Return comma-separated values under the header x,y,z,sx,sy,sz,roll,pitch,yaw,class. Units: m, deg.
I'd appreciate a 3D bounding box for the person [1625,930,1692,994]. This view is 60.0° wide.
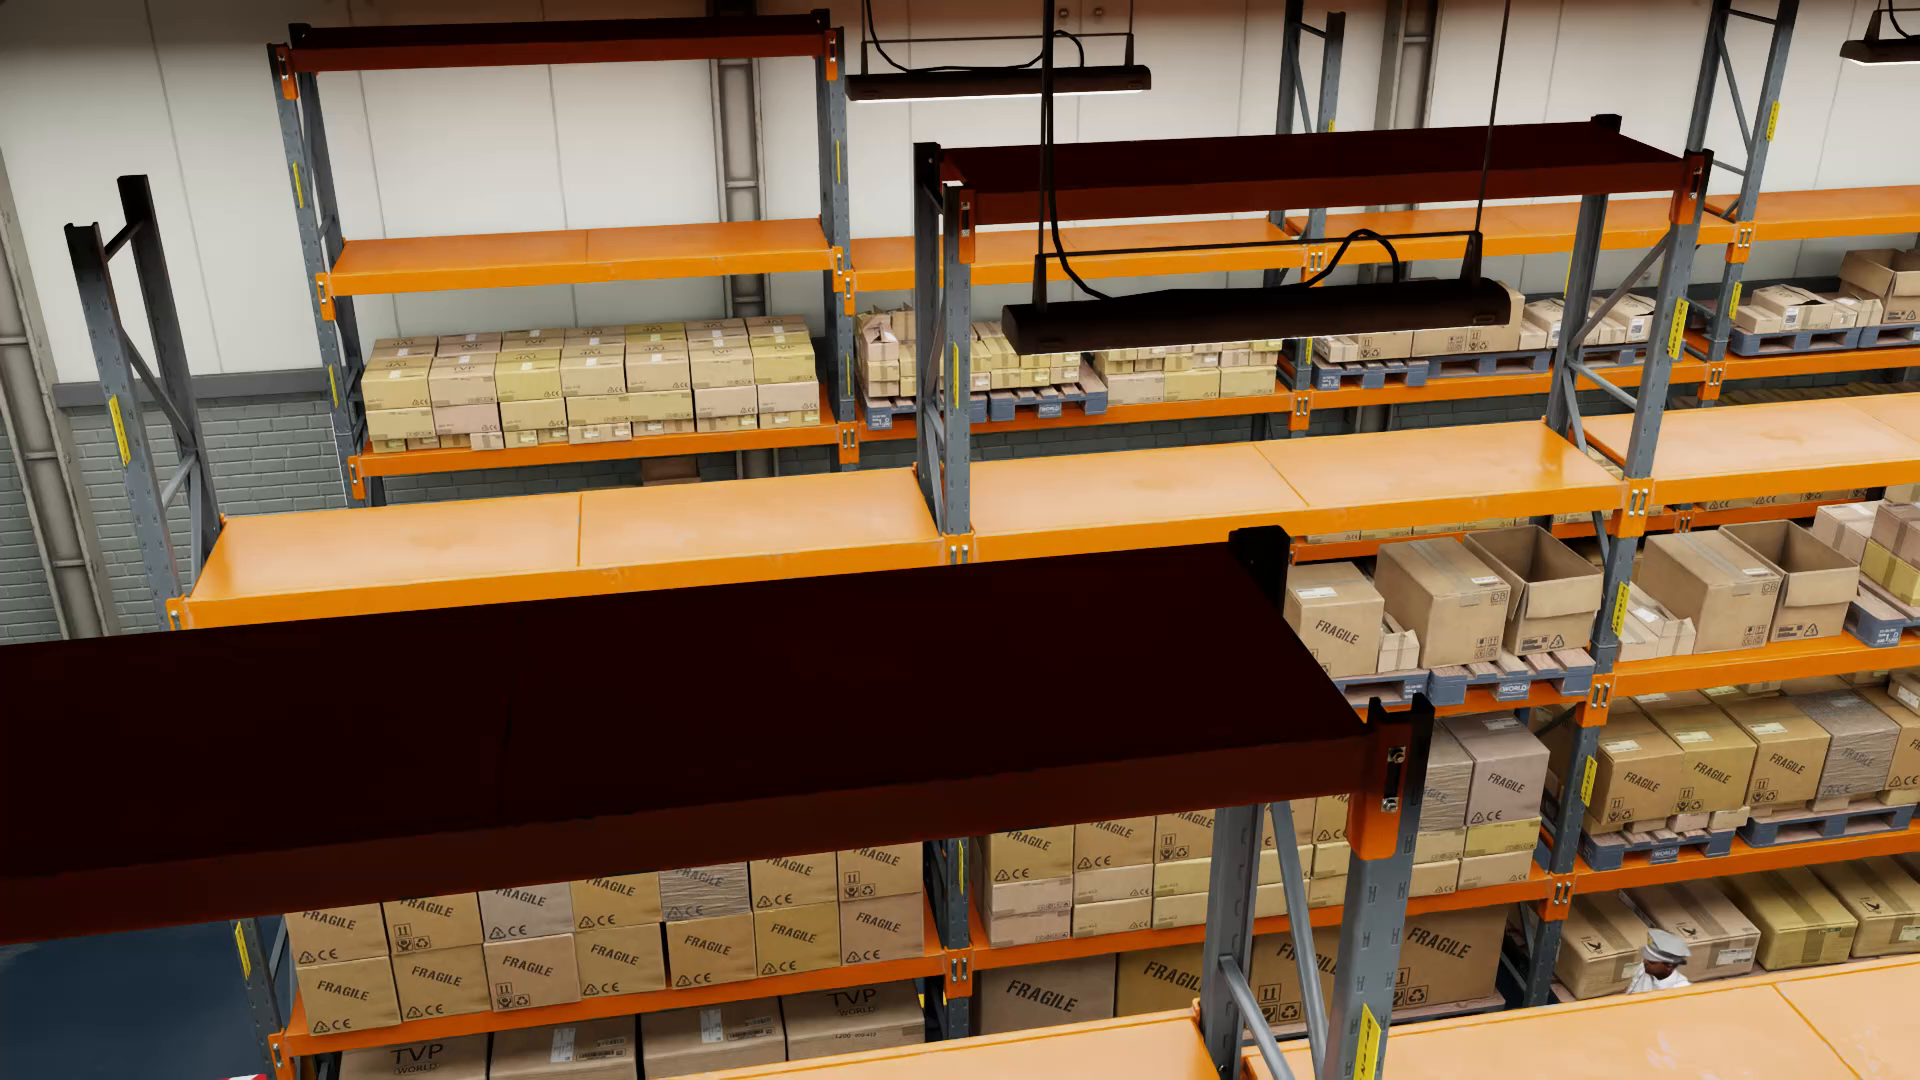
x,y,z,sx,sy,sz,roll,pitch,yaw,class
4.177,3.087,9.980,0.425,1.674,0.529,-8,27,-16,person
